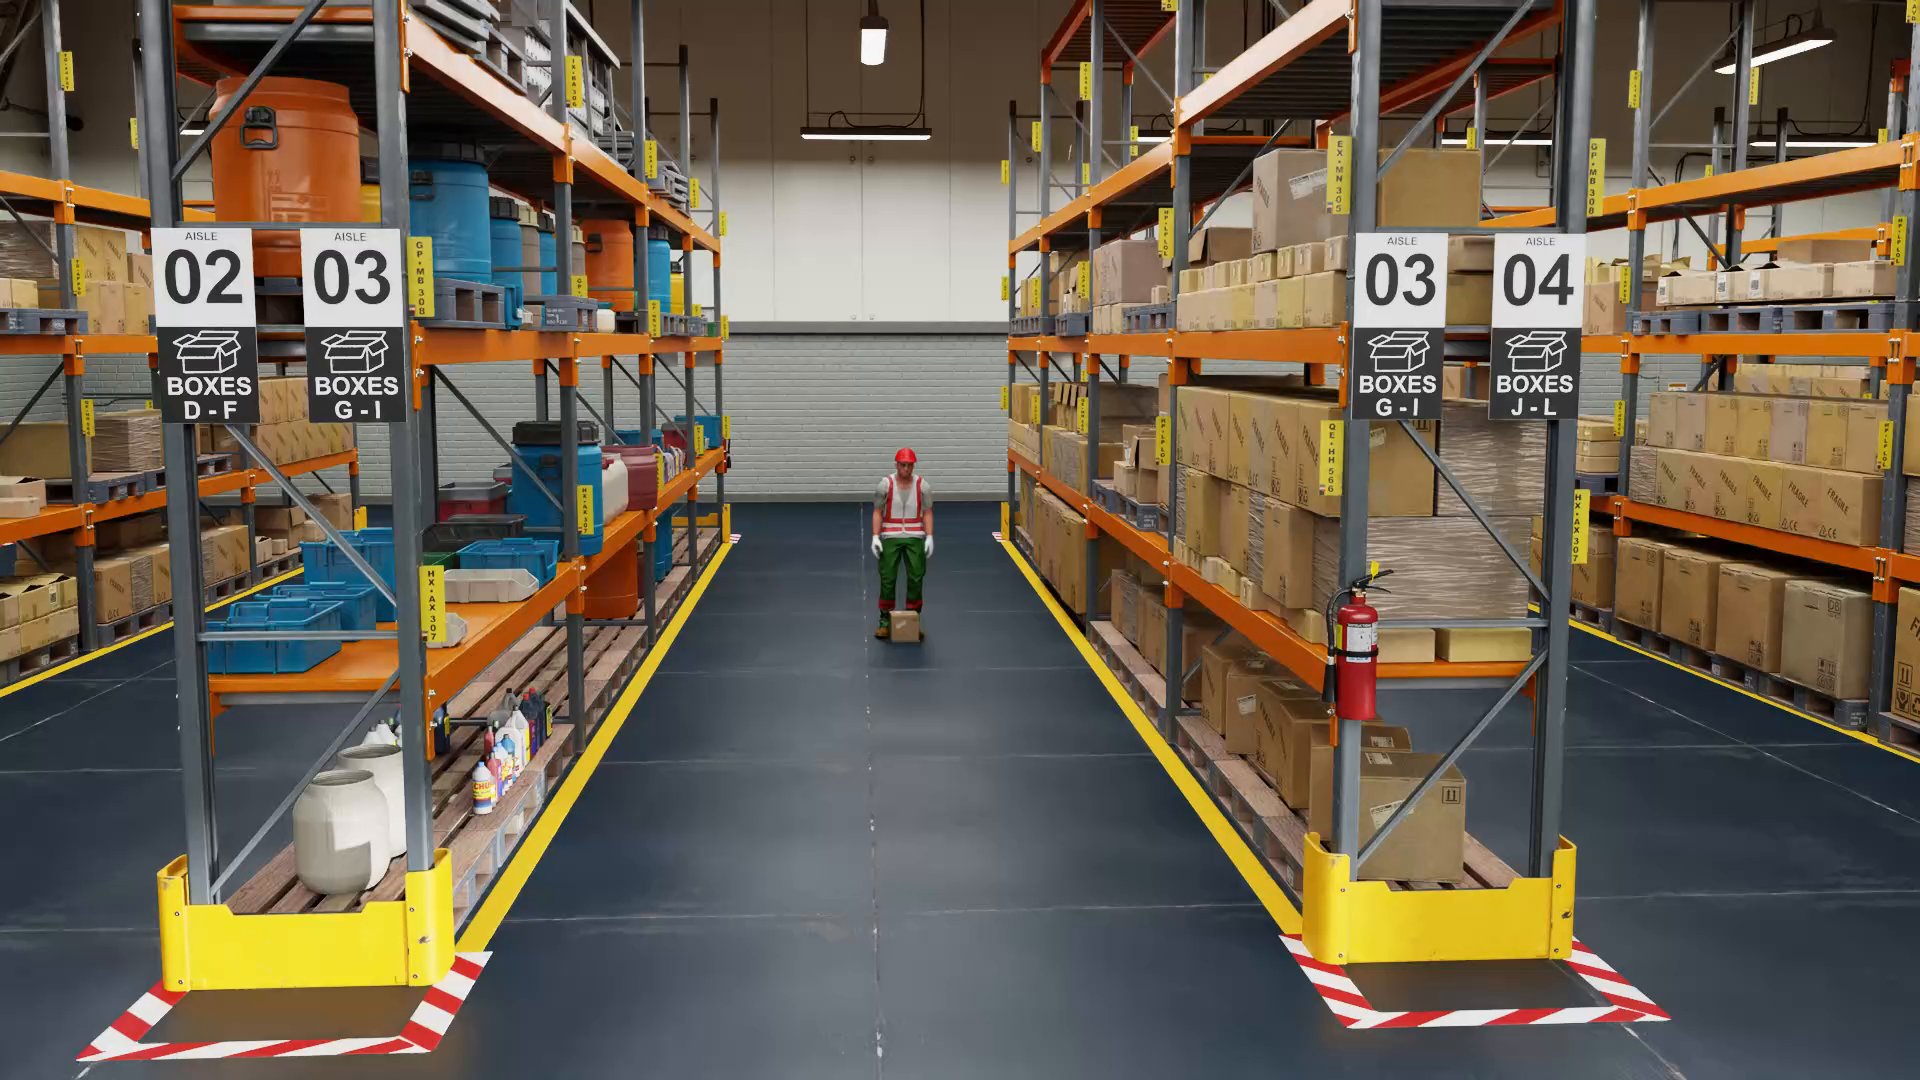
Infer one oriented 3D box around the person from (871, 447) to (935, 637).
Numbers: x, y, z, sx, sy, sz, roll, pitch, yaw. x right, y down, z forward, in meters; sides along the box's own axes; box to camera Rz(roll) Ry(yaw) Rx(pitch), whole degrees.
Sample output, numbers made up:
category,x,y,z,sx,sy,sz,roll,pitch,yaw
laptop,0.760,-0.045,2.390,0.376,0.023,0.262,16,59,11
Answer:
category,x,y,z,sx,sy,sz,roll,pitch,yaw
person,-0.533,0.018,15.531,0.597,1.778,0.450,-1,7,-6
